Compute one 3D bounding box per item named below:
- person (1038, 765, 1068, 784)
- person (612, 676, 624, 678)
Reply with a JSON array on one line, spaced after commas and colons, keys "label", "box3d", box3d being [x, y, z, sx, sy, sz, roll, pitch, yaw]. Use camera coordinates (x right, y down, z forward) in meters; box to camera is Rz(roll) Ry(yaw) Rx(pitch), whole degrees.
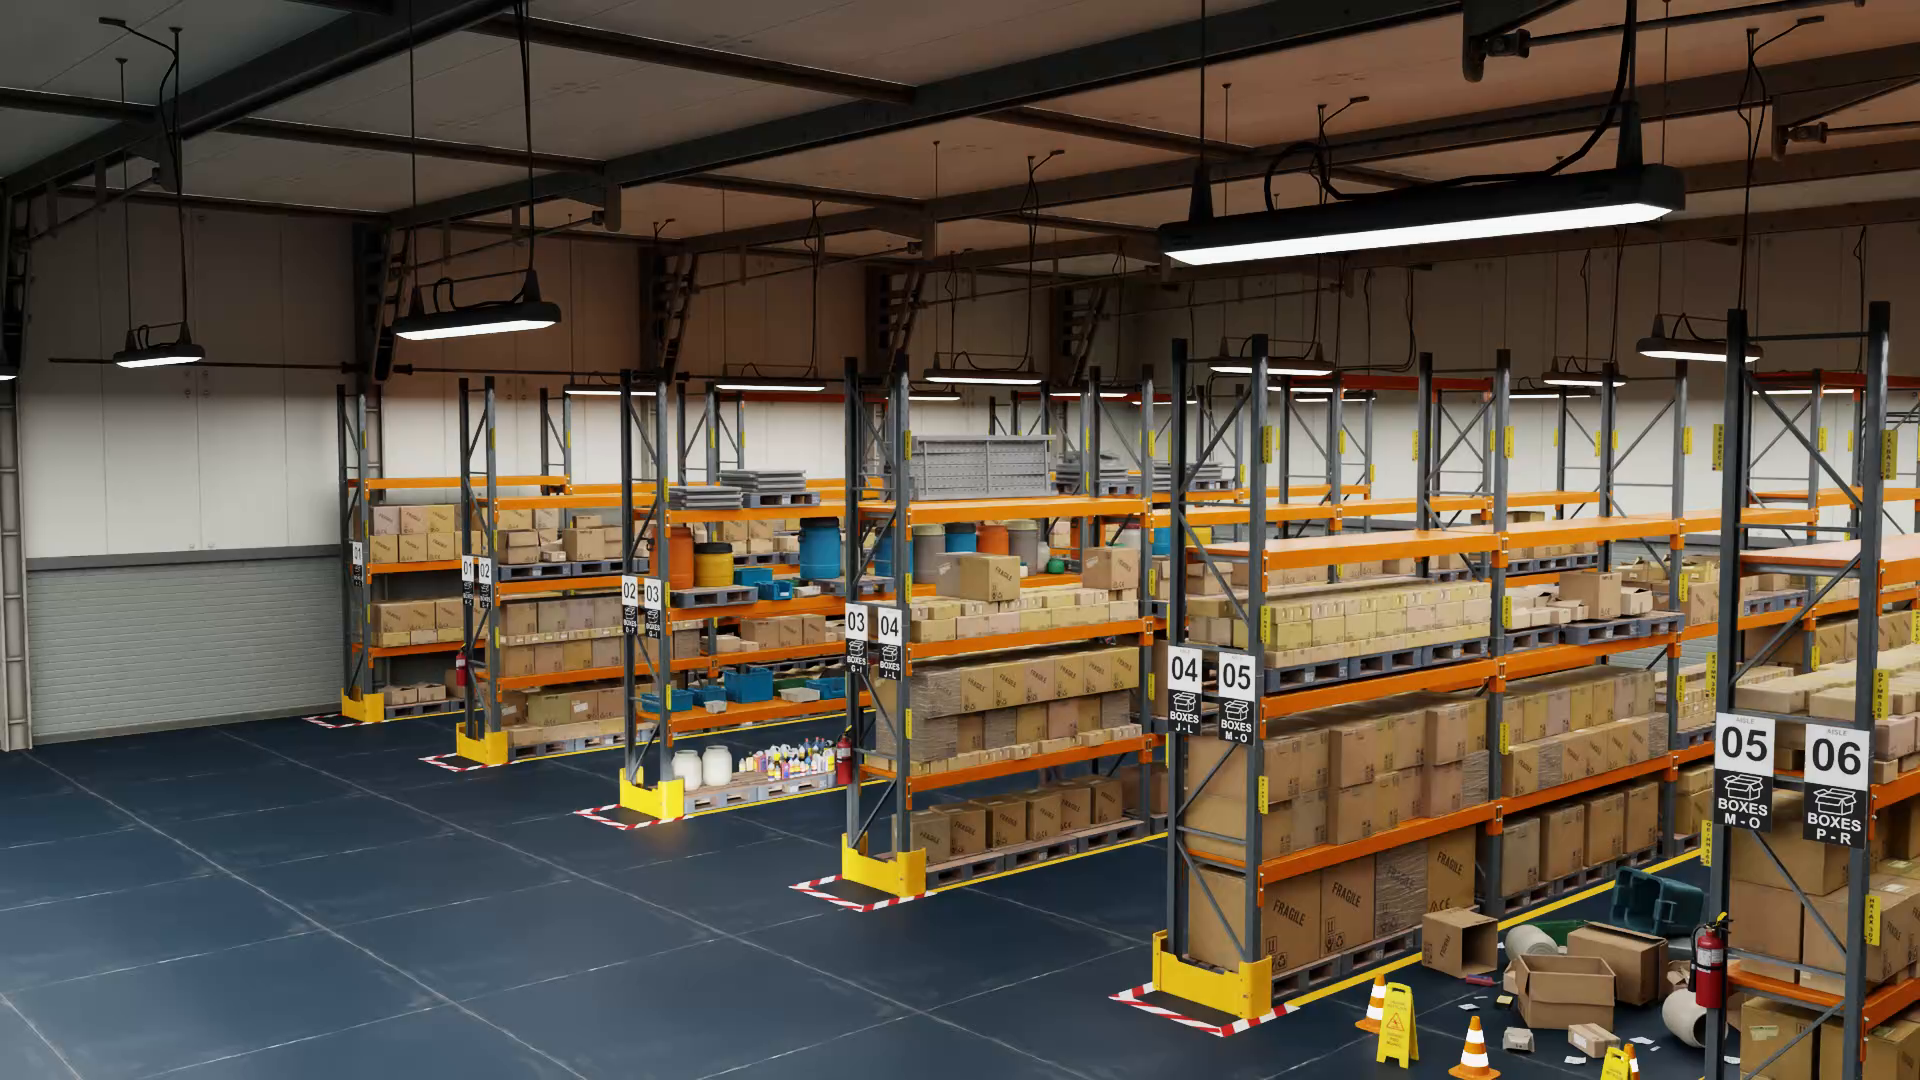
[{"label": "person", "box3d": [1.266, 2.775, 23.240, 0.451, 1.718, 0.621, 3, 5, 39]}, {"label": "person", "box3d": [-6.060, 2.397, 29.808, 0.515, 1.714, 0.385, -3, 5, -37]}]
